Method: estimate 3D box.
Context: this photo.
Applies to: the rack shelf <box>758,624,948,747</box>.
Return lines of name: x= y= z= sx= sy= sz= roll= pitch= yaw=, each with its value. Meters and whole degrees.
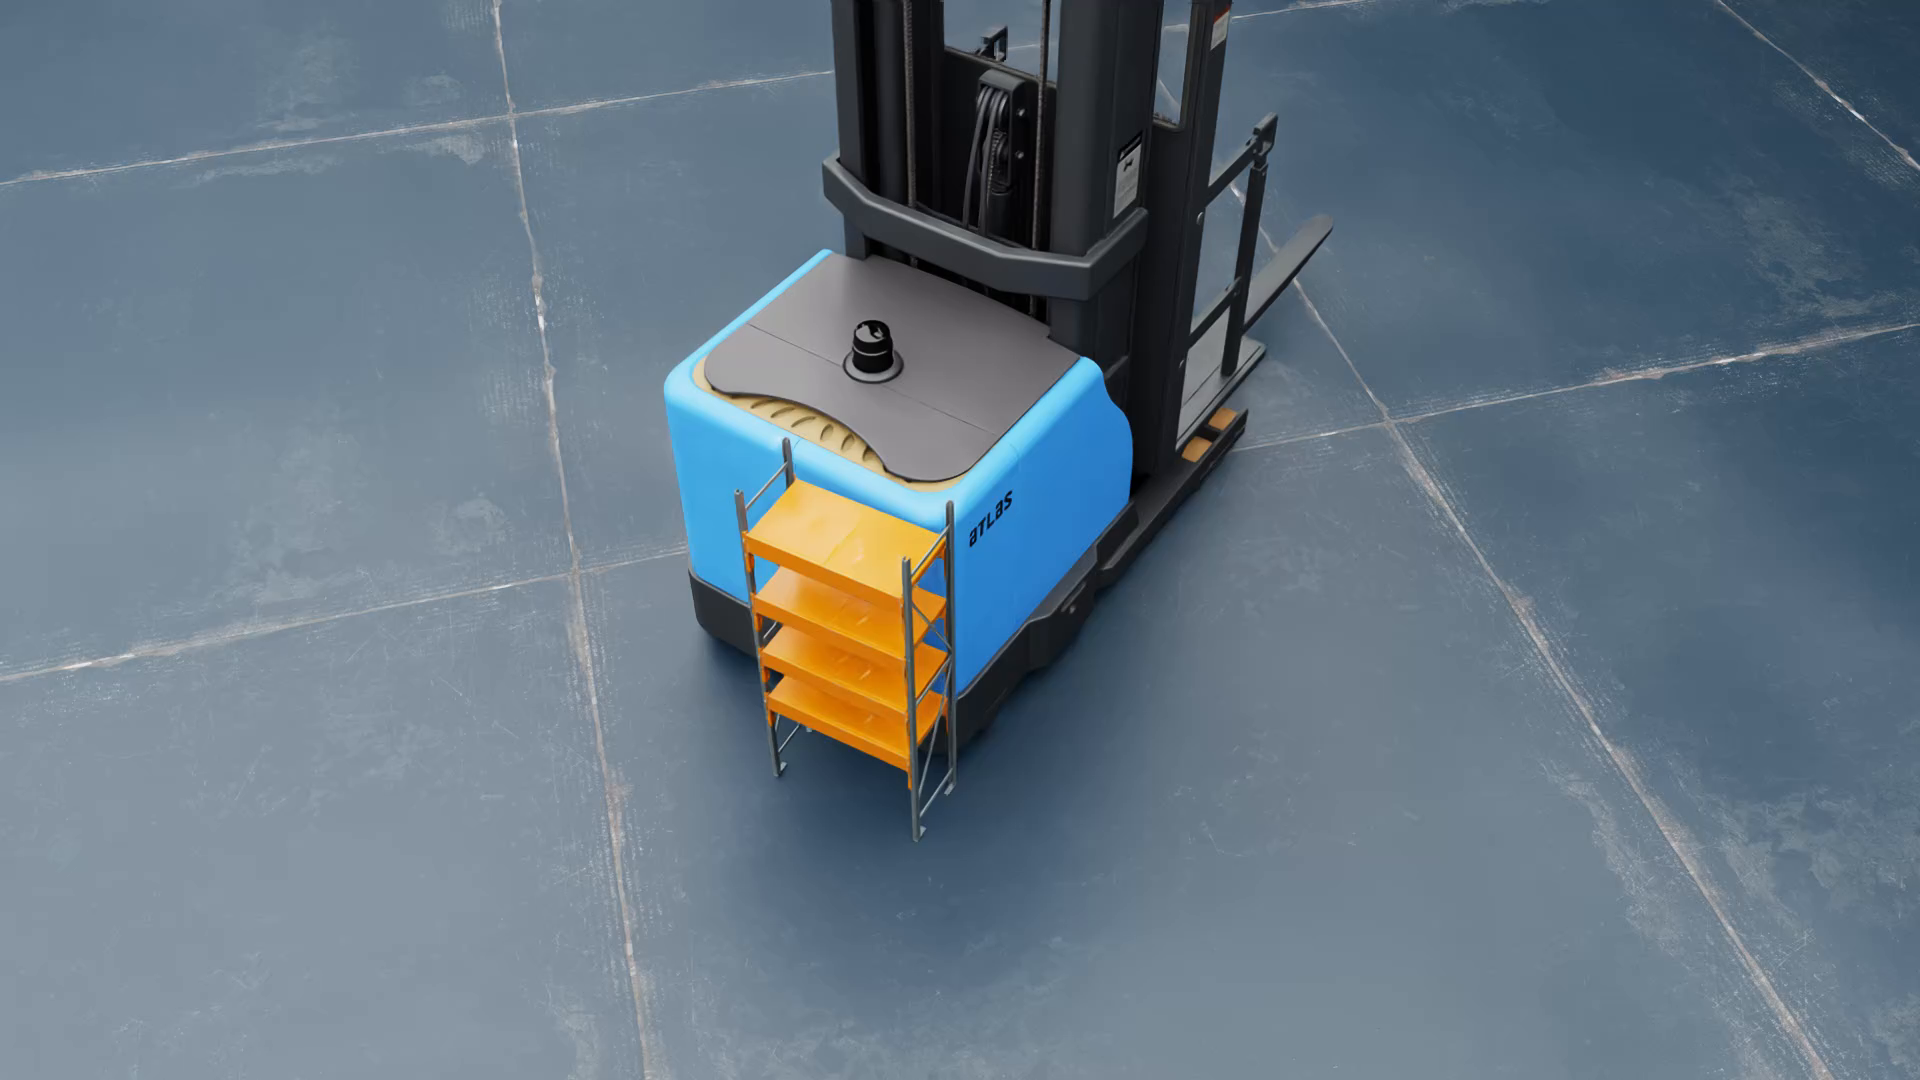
rack shelf: x=-0.290 y=0.355 z=4.654 sx=0.480 sy=0.148 sz=0.258 roll=21 pitch=50 yaw=20

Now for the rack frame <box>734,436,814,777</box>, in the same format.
rack frame: x=-0.504 y=0.225 z=4.688 sx=0.015 sy=1.200 sz=0.240 roll=21 pitch=50 yaw=20

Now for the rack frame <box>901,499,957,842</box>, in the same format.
rack frame: x=-0.076 y=0.393 z=4.524 sx=0.015 sy=1.200 sz=0.240 roll=21 pitch=50 yaw=20

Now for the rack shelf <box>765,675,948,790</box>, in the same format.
rack shelf: x=-0.289 y=0.494 z=4.797 sx=0.480 sy=0.148 sz=0.258 roll=21 pitch=50 yaw=20

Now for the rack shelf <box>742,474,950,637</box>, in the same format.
rack shelf: x=-0.291 y=0.035 z=4.324 sx=0.480 sy=0.148 sz=0.258 roll=21 pitch=50 yaw=20

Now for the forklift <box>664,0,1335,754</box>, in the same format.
forklift: x=0.384 y=-1.405 z=5.075 sx=1.130 sy=2.935 sz=3.031 roll=26 pitch=51 yaw=23

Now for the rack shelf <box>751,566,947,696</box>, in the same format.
rack shelf: x=-0.291 y=0.200 z=4.494 sx=0.480 sy=0.148 sz=0.258 roll=21 pitch=50 yaw=20

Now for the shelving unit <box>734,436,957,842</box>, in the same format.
shelving unit: x=-0.290 y=0.309 z=4.606 sx=0.503 sy=1.200 sz=0.258 roll=21 pitch=50 yaw=20
